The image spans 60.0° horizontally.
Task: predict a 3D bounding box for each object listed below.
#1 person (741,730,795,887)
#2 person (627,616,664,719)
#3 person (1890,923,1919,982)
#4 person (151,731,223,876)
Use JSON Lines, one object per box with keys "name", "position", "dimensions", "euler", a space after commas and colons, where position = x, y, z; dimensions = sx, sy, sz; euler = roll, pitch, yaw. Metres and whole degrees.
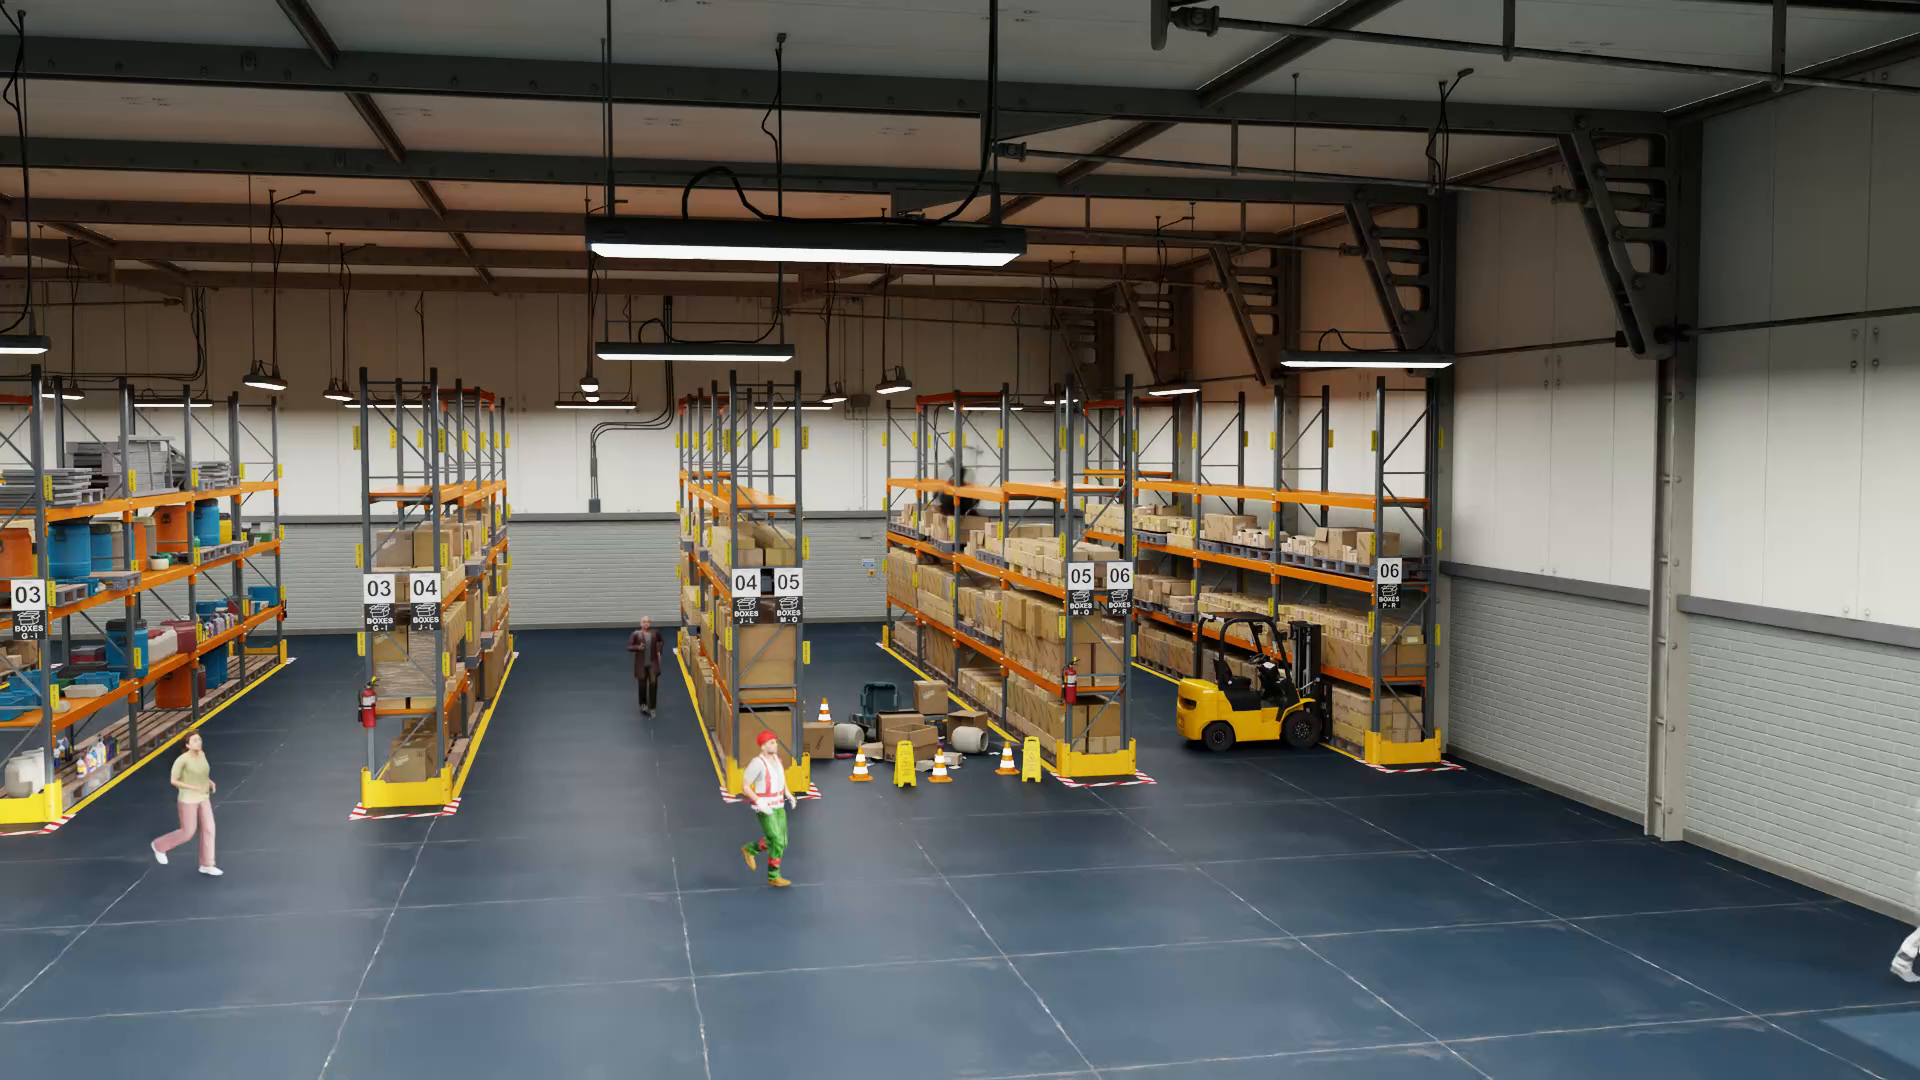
{"name": "person", "position": [-2.210, 3.010, 18.756], "dimensions": [0.724, 1.747, 0.698], "euler": [2, 4, 29]}
{"name": "person", "position": [-5.717, 2.297, 30.315], "dimensions": [0.685, 1.831, 0.831], "euler": [-1, 4, -15]}
{"name": "person", "position": [8.850, 3.220, 14.994], "dimensions": [0.636, 1.842, 0.779], "euler": [-2, 4, -36]}
{"name": "person", "position": [-8.923, 3.035, 19.272], "dimensions": [0.887, 1.668, 0.587], "euler": [1, 4, 19]}
